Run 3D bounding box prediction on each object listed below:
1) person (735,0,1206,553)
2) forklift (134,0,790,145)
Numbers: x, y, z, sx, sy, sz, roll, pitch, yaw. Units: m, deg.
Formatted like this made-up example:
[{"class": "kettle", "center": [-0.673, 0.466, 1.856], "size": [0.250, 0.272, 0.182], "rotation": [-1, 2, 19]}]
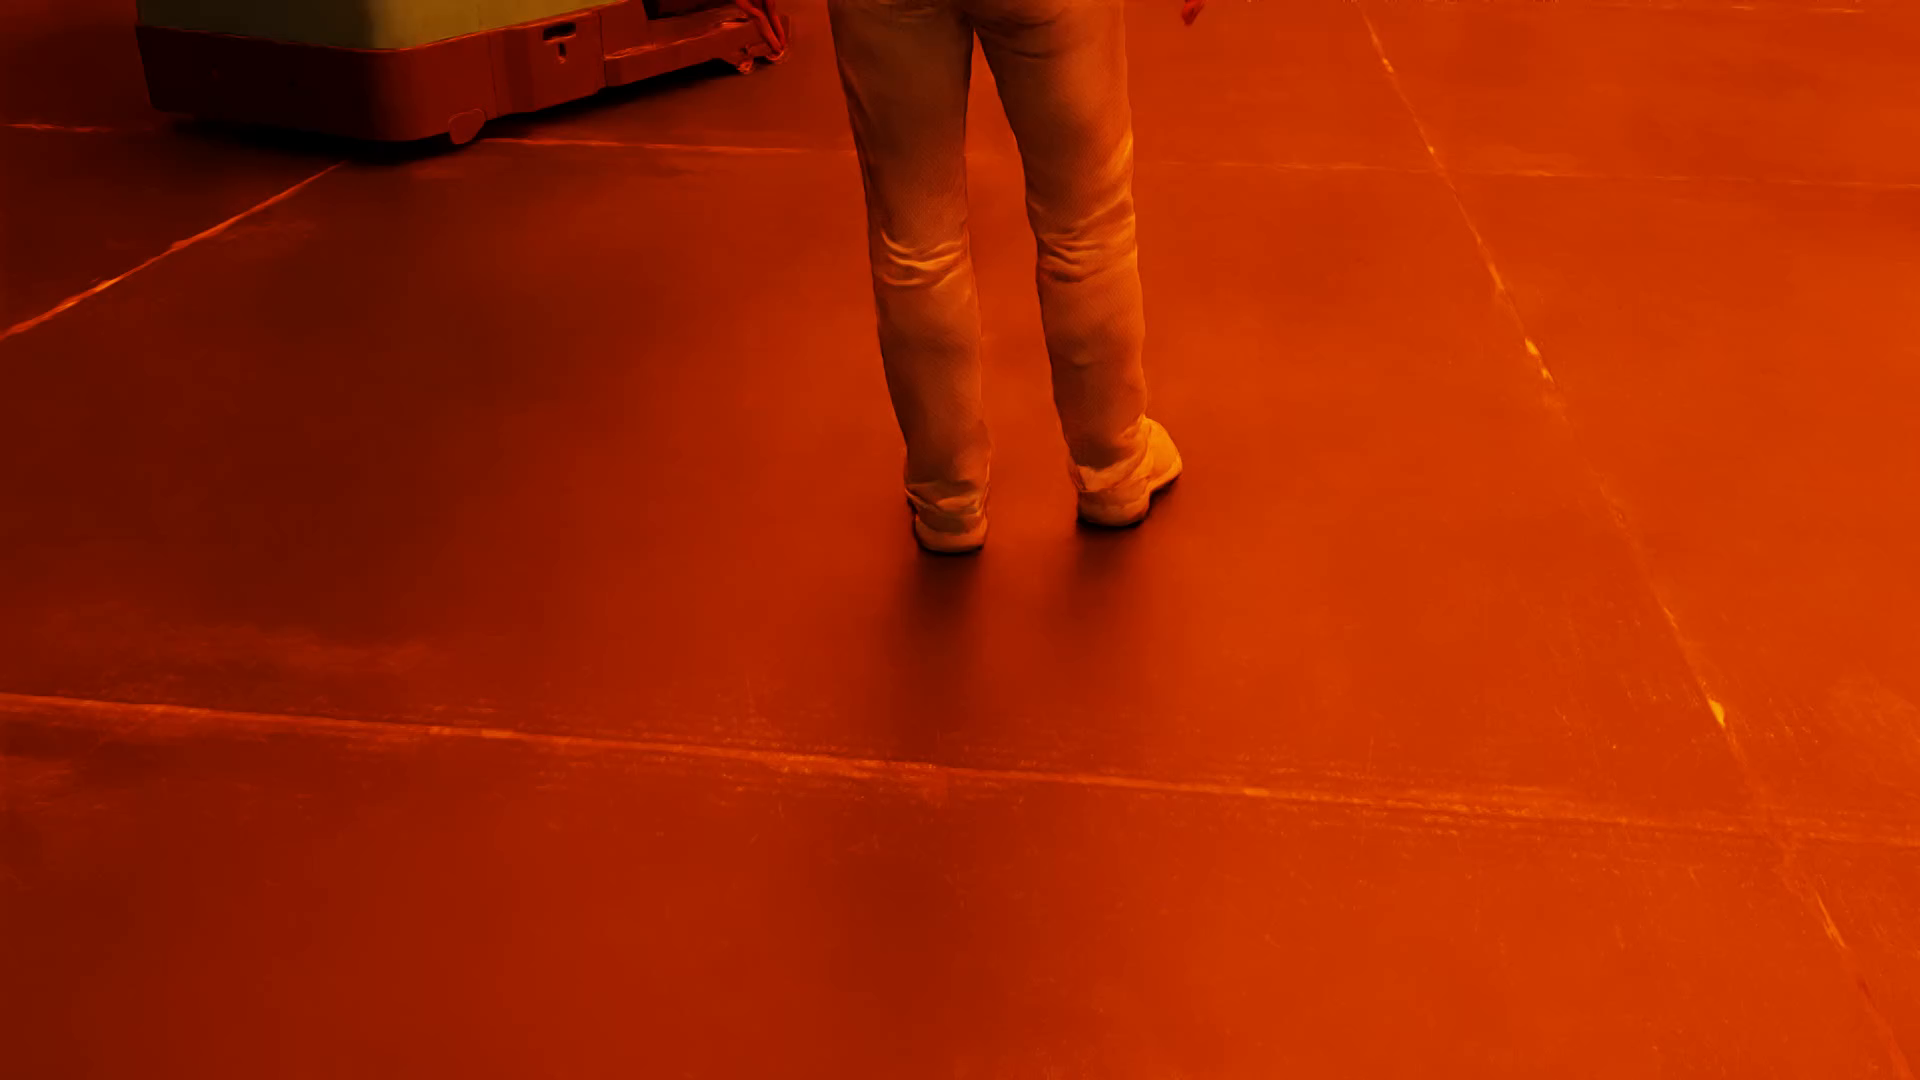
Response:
[{"class": "person", "center": [0.014, -0.827, 2.164], "size": [0.665, 1.766, 0.576], "rotation": [3, 27, 7]}, {"class": "forklift", "center": [-1.262, -3.015, 5.260], "size": [1.130, 2.935, 3.031], "rotation": [13, 29, 24]}]
